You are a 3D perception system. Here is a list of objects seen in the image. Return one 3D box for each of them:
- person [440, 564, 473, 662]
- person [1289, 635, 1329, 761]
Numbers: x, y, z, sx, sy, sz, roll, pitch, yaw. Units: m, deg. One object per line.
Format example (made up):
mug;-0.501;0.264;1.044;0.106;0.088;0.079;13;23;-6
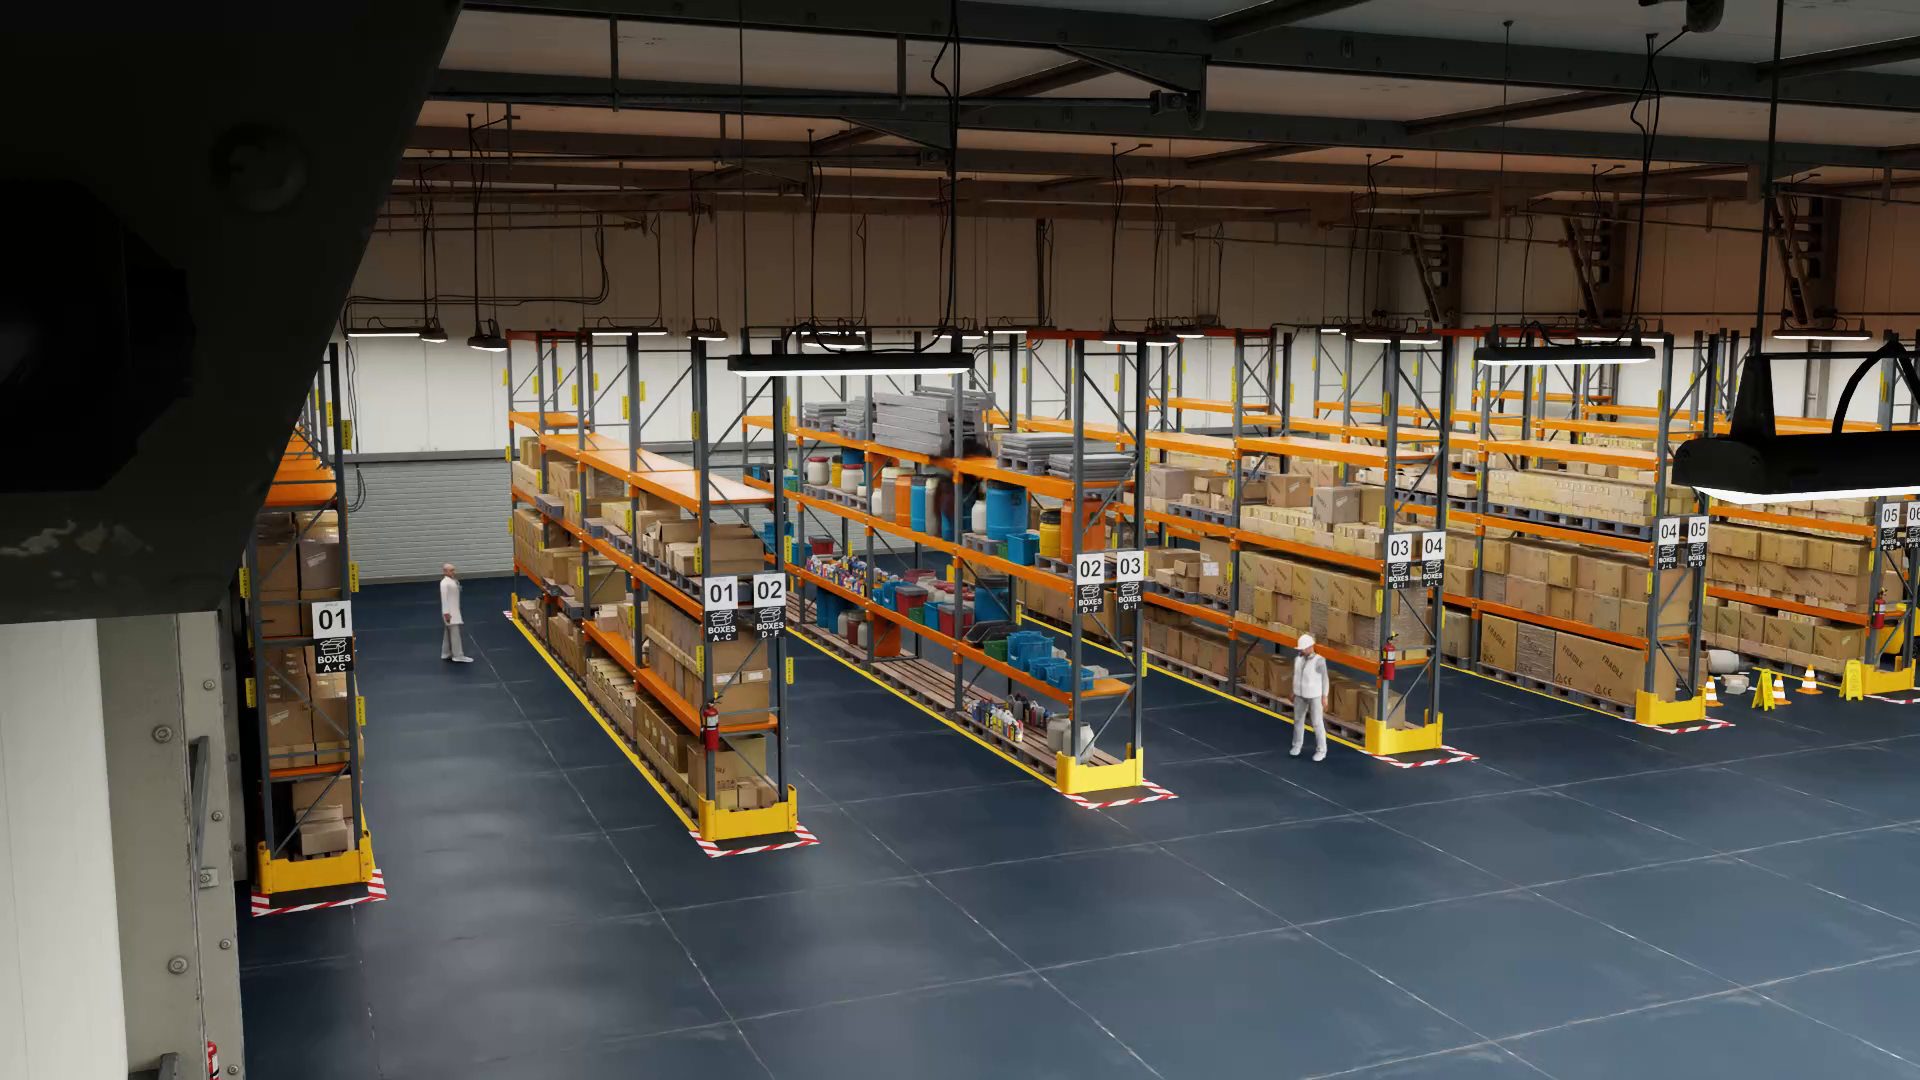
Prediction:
person;-9.221;1.320;30.406;0.589;1.798;0.597;-1;8;-10
person;4.979;2.224;23.781;0.406;1.769;0.619;-7;10;-42
